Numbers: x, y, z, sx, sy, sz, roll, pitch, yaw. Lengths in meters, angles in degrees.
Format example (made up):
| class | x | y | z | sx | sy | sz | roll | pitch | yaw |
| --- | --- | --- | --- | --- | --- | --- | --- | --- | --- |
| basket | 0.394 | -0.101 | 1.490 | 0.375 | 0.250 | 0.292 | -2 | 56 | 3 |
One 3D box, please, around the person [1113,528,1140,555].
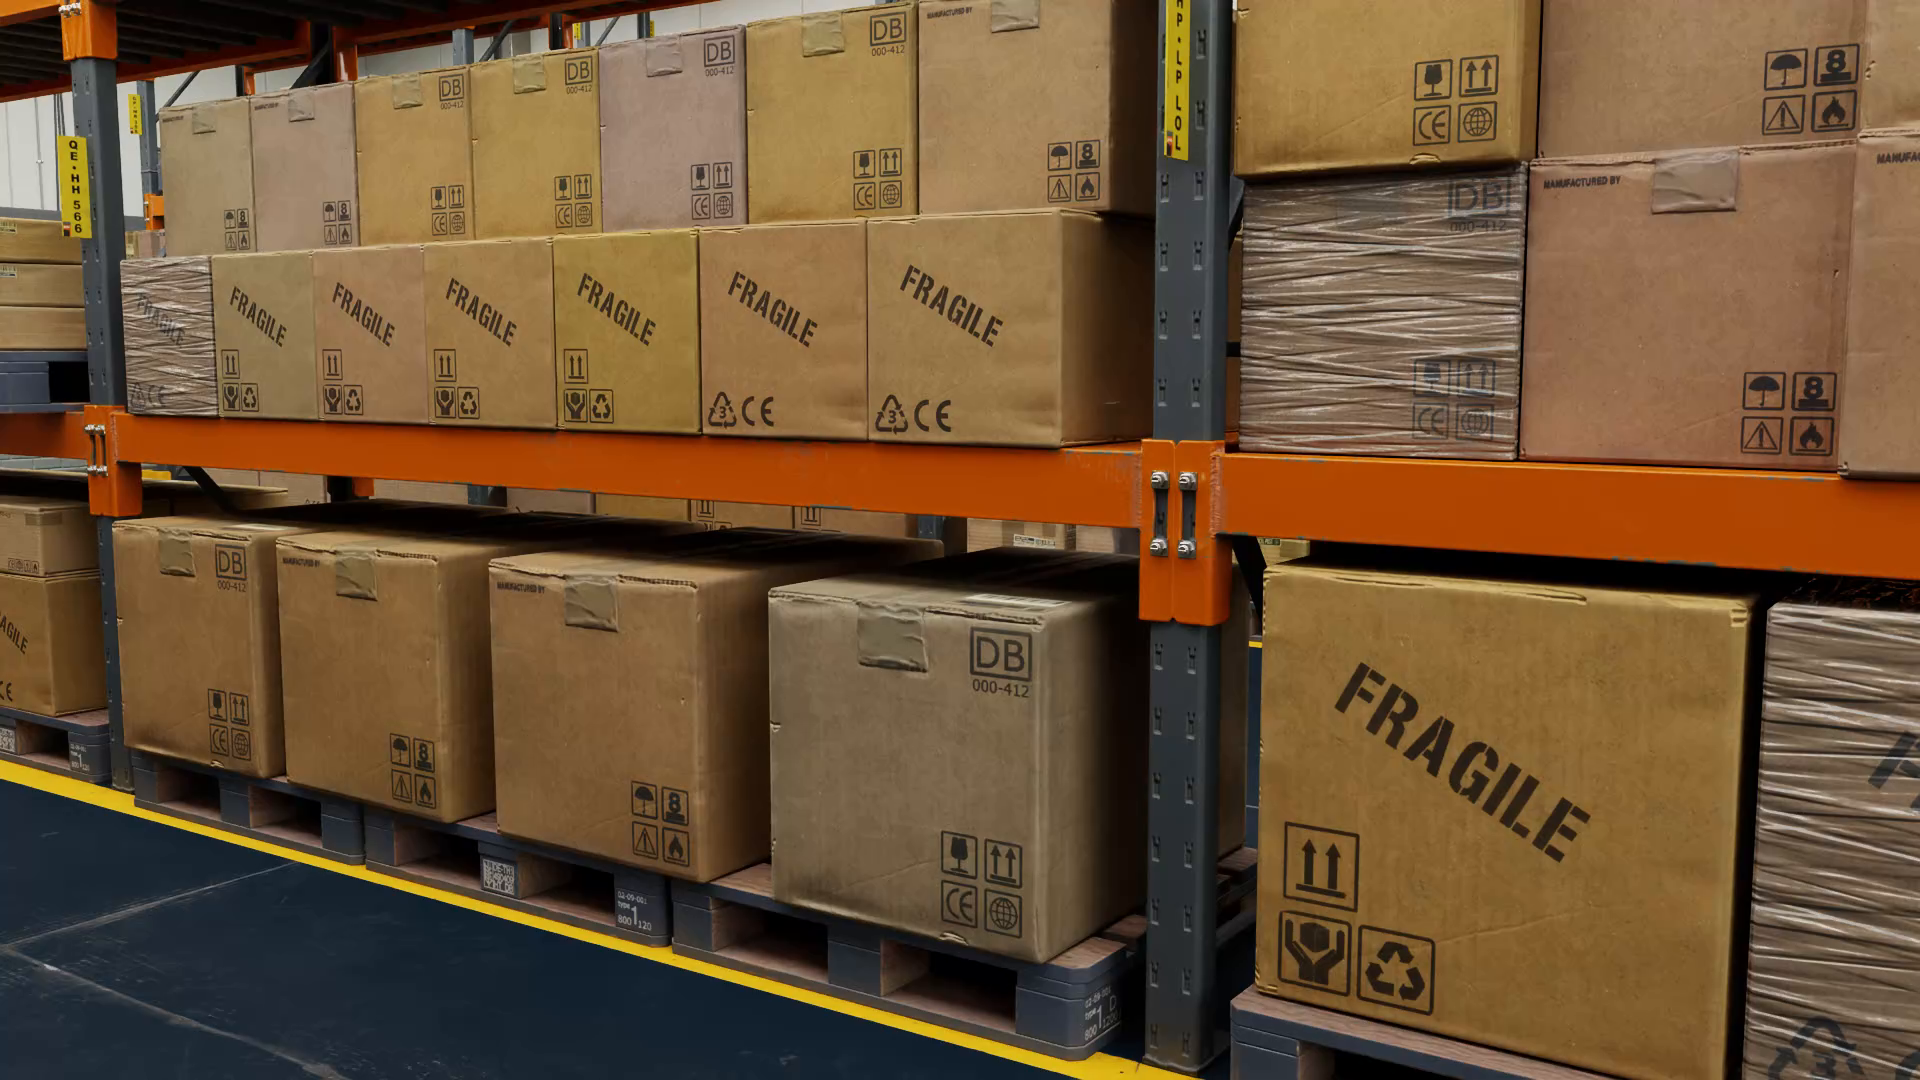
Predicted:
| class | x | y | z | sx | sy | sz | roll | pitch | yaw |
| --- | --- | --- | --- | --- | --- | --- | --- | --- | --- |
| person | 0.826 | -0.124 | 7.206 | 0.439 | 1.665 | 0.339 | 4 | 8 | 35 |
